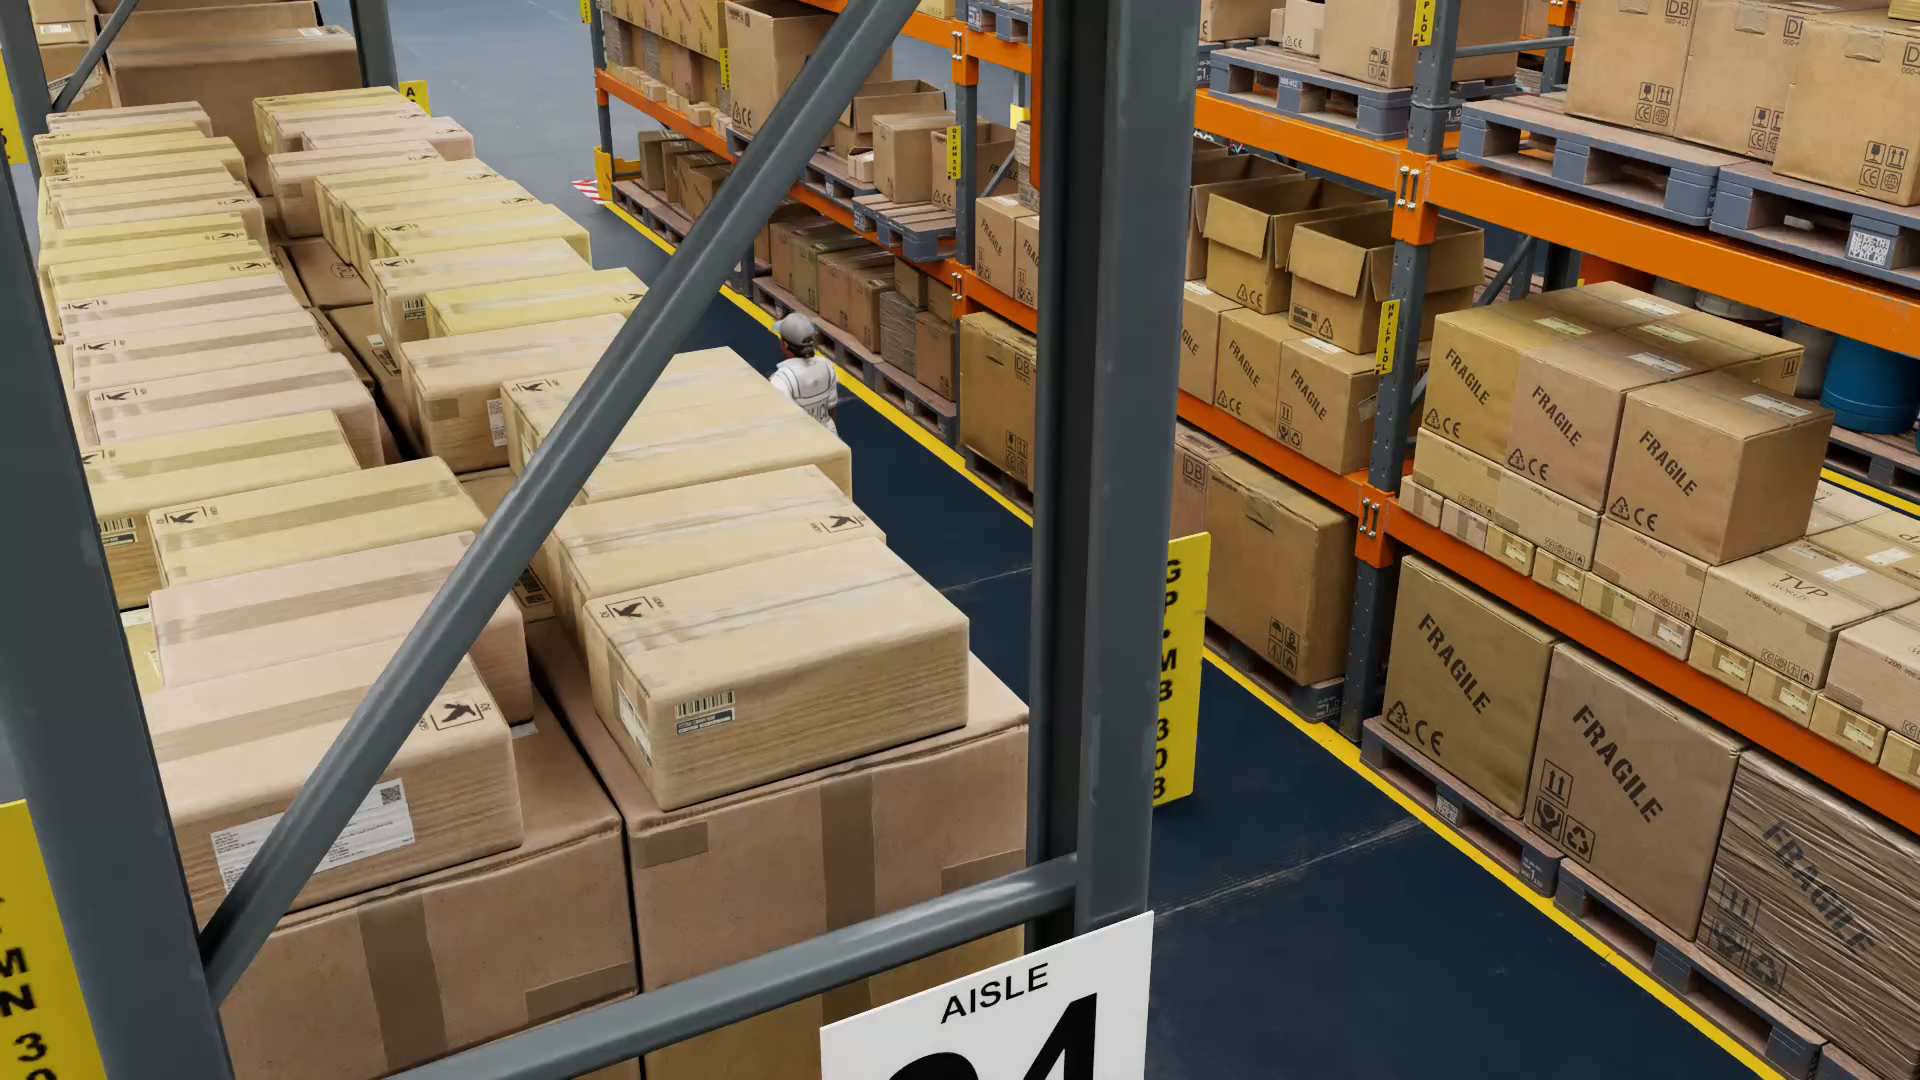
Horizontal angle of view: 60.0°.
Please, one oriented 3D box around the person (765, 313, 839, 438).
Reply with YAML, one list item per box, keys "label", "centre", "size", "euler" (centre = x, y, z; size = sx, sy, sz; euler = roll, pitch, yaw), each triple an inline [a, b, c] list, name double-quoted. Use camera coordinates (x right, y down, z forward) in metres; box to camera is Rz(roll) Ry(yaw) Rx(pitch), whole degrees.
- label: "person"
  centre: [-0.894, -0.424, 8.943]
  size: [0.465, 1.676, 0.512]
  euler: [22, 33, 38]
